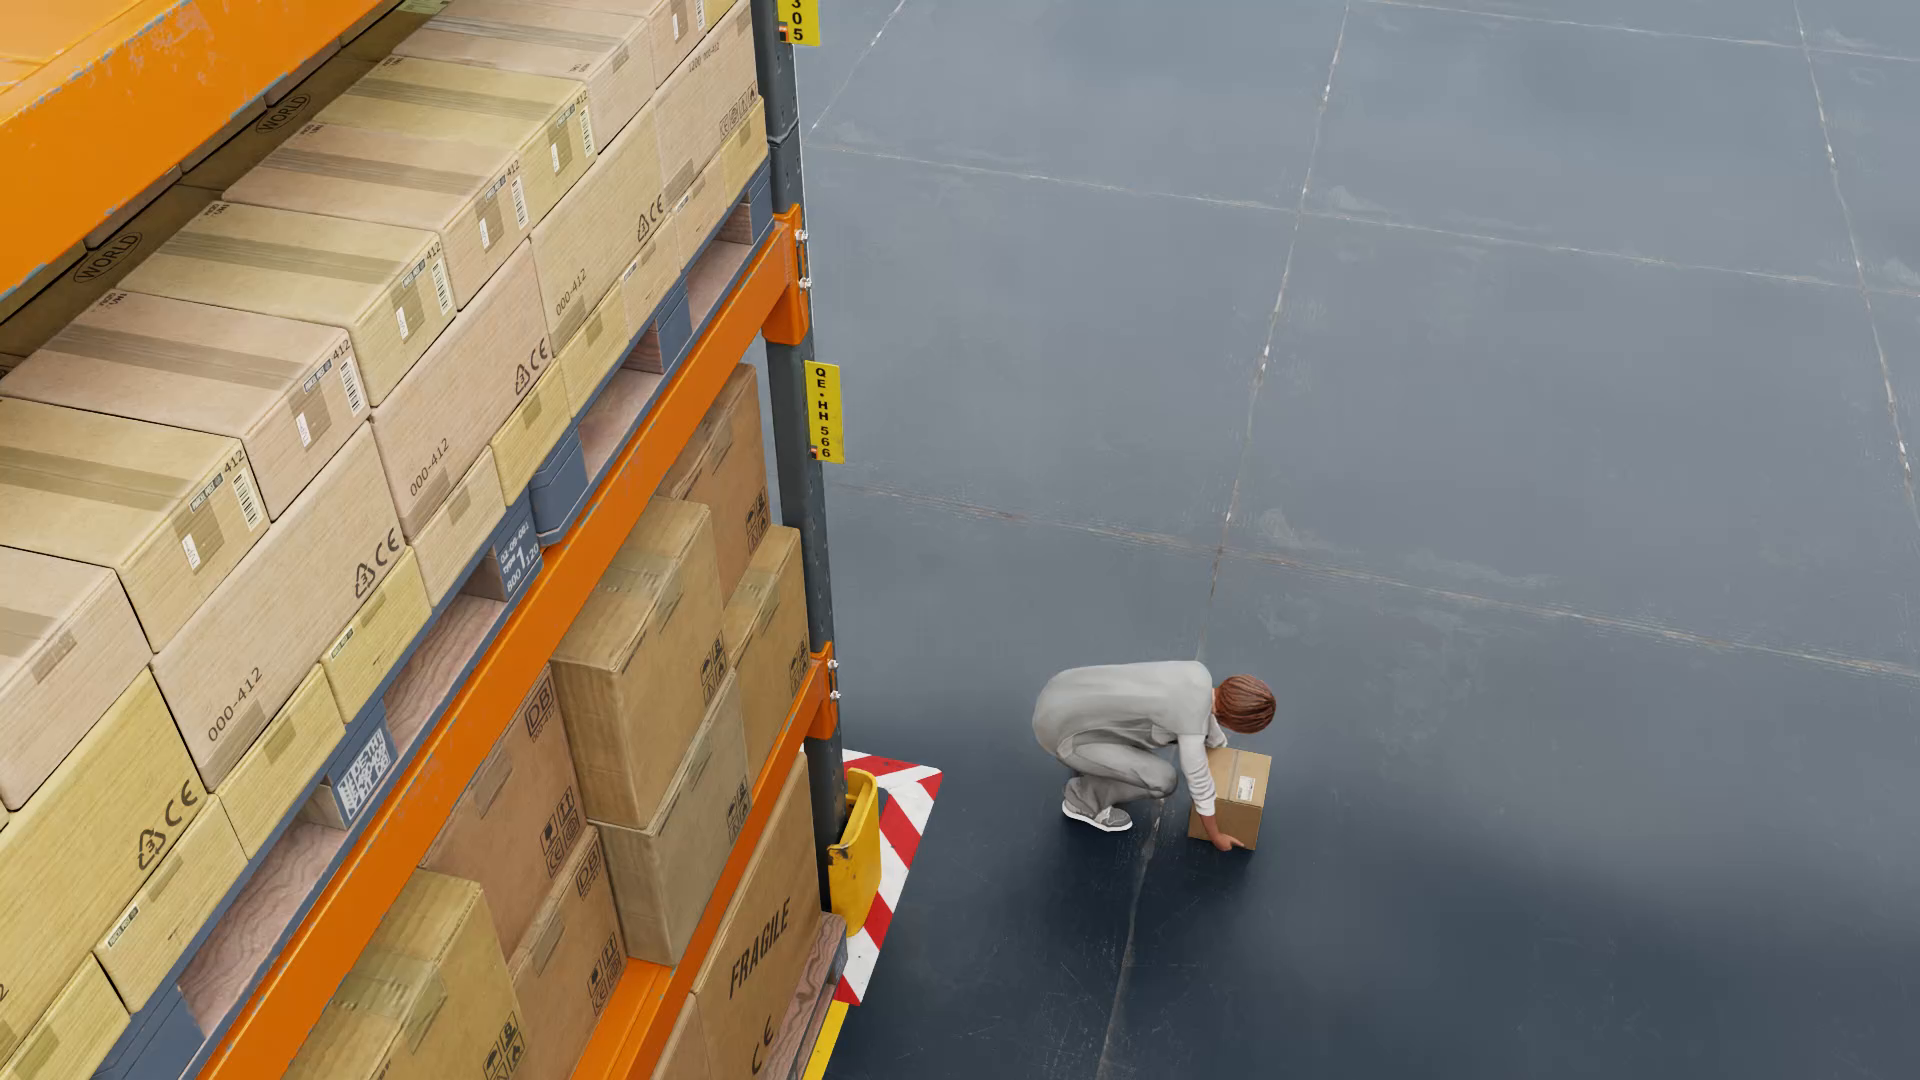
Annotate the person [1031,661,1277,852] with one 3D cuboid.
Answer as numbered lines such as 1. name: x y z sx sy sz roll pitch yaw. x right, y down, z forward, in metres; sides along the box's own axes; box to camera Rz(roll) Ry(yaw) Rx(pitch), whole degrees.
1. person: 0.684 0.750 6.049 0.850 0.707 0.425 9 42 10
